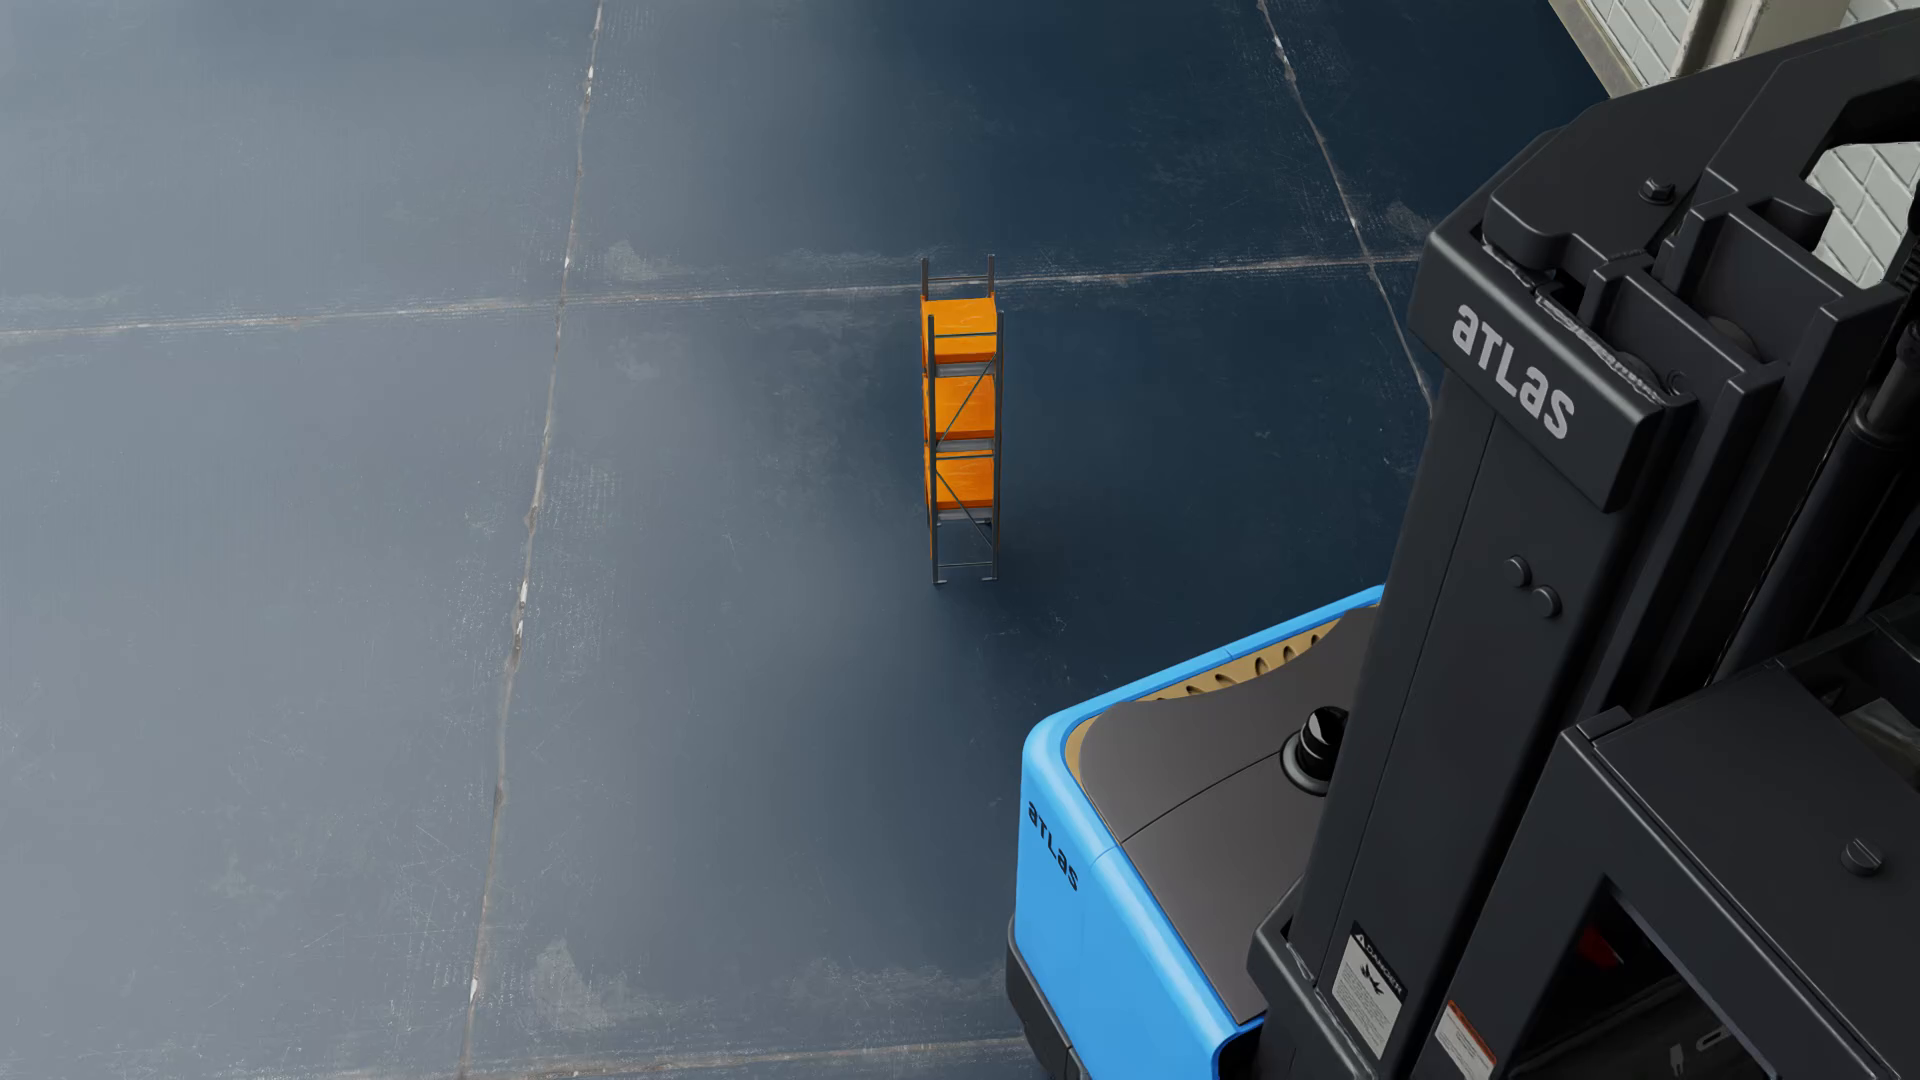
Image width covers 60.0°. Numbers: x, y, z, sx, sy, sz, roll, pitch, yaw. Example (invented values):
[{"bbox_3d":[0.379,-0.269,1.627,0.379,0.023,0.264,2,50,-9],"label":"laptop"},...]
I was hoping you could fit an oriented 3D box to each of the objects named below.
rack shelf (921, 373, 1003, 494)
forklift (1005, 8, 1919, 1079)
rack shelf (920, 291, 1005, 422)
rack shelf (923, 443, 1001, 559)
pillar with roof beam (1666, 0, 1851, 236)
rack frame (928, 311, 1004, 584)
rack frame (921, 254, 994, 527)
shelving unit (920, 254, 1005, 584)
[{"bbox_3d":[0.004,-0.315,4.840,0.215,0.259,0.240,-3,47,-3],"label":"rack shelf"},{"bbox_3d":[1.214,0.922,2.358,1.130,2.935,3.031,-20,50,-18],"label":"forklift"},{"bbox_3d":[0.004,-0.510,4.634,0.215,0.259,0.240,-3,47,-3],"label":"rack shelf"},{"bbox_3d":[0.004,-0.124,5.042,0.215,0.259,0.240,-3,47,-3],"label":"rack shelf"},{"bbox_3d":[-1.573,-3.948,2.792,9.100,9.000,0.400,-3,47,-3],"label":"pillar with roof beam"},{"bbox_3d":[0.015,-0.234,4.749,0.200,1.050,0.008,-3,47,-3],"label":"rack frame"},{"bbox_3d":[-0.006,-0.411,4.916,0.200,1.050,0.008,-3,47,-3],"label":"rack frame"},{"bbox_3d":[0.004,-0.322,4.832,0.215,1.050,0.252,-3,47,-3],"label":"shelving unit"}]
